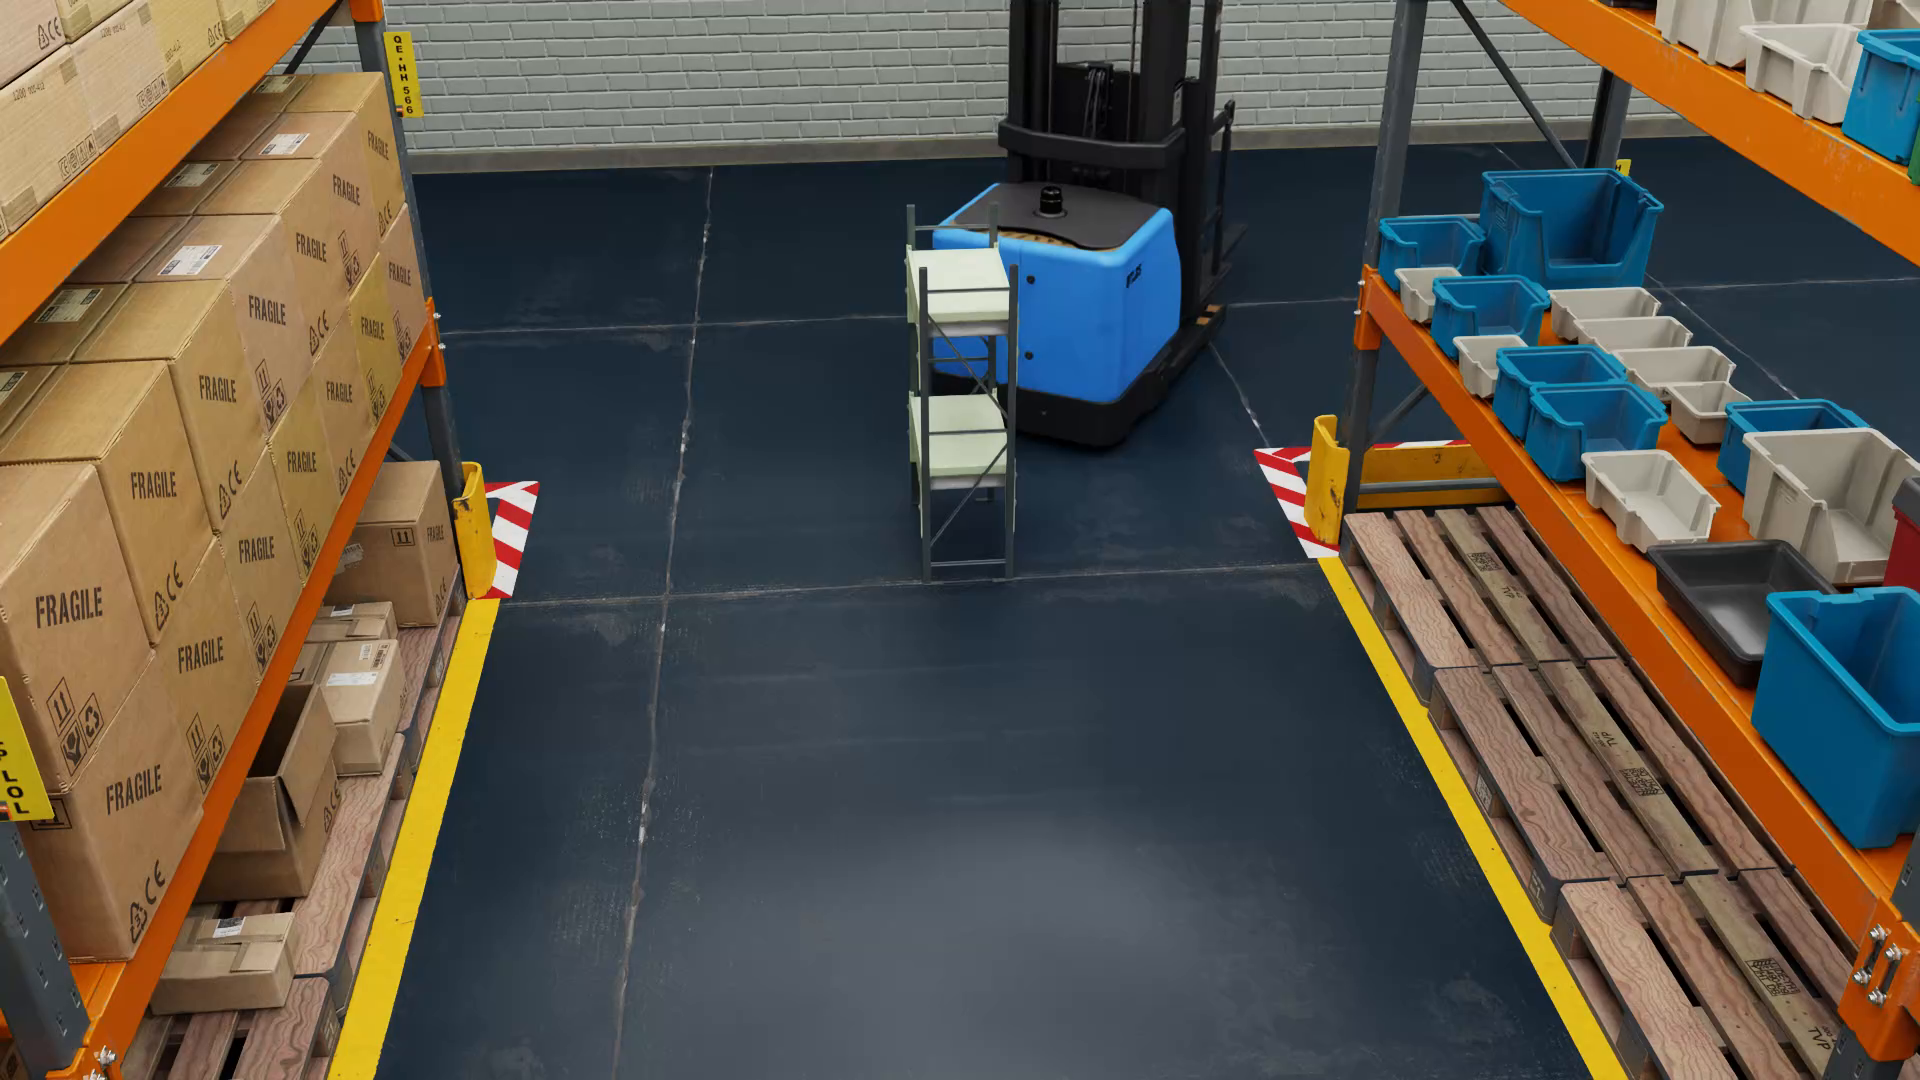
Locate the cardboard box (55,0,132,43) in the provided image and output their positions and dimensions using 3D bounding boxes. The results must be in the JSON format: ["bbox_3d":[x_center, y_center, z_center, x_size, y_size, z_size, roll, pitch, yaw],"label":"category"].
[{"bbox_3d":[-2.191,-1.297,3.730,0.500,0.250,0.500,-3,31,-5],"label":"cardboard box"}]

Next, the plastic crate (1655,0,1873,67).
[{"bbox_3d":[2.149,-1.456,4.453,0.437,0.282,0.530,-3,31,-5],"label":"plastic crate"}]

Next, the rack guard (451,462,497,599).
[{"bbox_3d":[-2.676,-0.018,7.293,1.175,0.500,0.348,-3,31,-5],"label":"rack guard"}]

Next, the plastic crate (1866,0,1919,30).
[{"bbox_3d":[2.689,-1.497,4.663,0.437,0.136,0.530,-3,31,-5],"label":"plastic crate"}]

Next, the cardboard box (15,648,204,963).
[{"bbox_3d":[-2.086,0.596,3.730,0.500,0.500,0.500,-2,31,-3],"label":"cardboard box"}]

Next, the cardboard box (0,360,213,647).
[{"bbox_3d":[-2.122,-0.078,3.882,0.500,0.500,0.500,-4,31,-6],"label":"cardboard box"}]

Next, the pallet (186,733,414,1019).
[{"bbox_3d":[-2.490,1.134,5.645,1.003,0.211,1.213,-3,31,-5],"label":"pallet"}]

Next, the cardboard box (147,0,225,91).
[{"bbox_3d":[-2.247,-1.337,4.285,0.500,0.250,0.500,-3,31,-5],"label":"cardboard box"}]

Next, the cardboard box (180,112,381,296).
[{"bbox_3d":[-2.320,-1.130,5.645,0.500,0.500,0.500,-2,31,-3],"label":"cardboard box"}]

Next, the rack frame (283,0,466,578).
[{"bbox_3d":[-2.683,-1.130,6.717,1.000,3.000,0.127,-3,31,-5],"label":"rack frame"}]

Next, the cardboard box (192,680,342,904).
[{"bbox_3d":[-2.490,0.836,5.431,0.797,0.503,0.637,-3,31,-5],"label":"cardboard box"}]

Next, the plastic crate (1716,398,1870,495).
[{"bbox_3d":[2.696,-0.283,5.404,0.416,0.233,0.300,-3,31,-5],"label":"plastic crate"}]

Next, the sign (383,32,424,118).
[{"bbox_3d":[-2.129,-1.779,6.366,0.100,0.325,0.005,-3,31,-5],"label":"sign"}]

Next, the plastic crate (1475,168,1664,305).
[{"bbox_3d":[2.466,-1.244,6.815,0.616,0.435,0.499,-3,31,-5],"label":"plastic crate"}]

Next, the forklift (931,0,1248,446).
[{"bbox_3d":[0.920,-2.469,9.025,1.130,2.935,3.031,13,33,21],"label":"forklift"}]

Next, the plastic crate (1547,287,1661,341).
[{"bbox_3d":[2.505,-0.870,6.481,0.396,0.136,0.243,-3,31,-5],"label":"plastic crate"}]

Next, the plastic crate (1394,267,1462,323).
[{"bbox_3d":[1.892,-0.969,6.645,0.250,0.136,0.298,-3,31,-5],"label":"plastic crate"}]

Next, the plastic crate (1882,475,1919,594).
[{"bbox_3d":[2.789,0.156,4.444,0.402,0.464,0.583,-3,31,-5],"label":"plastic crate"}]

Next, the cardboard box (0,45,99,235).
[{"bbox_3d":[-2.151,-0.827,3.430,0.500,0.250,0.500,-3,31,-5],"label":"cardboard box"}]

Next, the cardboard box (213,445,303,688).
[{"bbox_3d":[-2.181,0.079,4.595,0.500,0.500,0.500,-3,31,-5],"label":"cardboard box"}]

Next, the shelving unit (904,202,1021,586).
[{"bbox_3d":[0.001,-0.640,7.360,0.431,1.500,0.755,-3,31,-5],"label":"shelving unit"}]

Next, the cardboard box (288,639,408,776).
[{"bbox_3d":[-2.328,0.614,6.050,0.500,0.250,0.500,-3,31,-5],"label":"cardboard box"}]

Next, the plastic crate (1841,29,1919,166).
[{"bbox_3d":[2.220,-0.989,3.718,0.416,0.233,0.300,-3,31,-5],"label":"plastic crate"}]

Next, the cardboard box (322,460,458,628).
[{"bbox_3d":[-2.387,0.020,6.800,0.500,0.500,0.500,-3,31,-5],"label":"cardboard box"}]

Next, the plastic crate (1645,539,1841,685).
[{"bbox_3d":[2.251,0.210,4.682,0.437,0.125,0.590,-3,31,-5],"label":"plastic crate"}]

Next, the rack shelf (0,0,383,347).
[{"bbox_3d":[-2.496,-1.088,4.423,1.077,0.370,4.000,-3,31,-5],"label":"rack shelf"}]

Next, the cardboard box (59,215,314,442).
[{"bbox_3d":[-2.219,-0.604,4.763,0.500,0.500,0.500,-2,31,-3],"label":"cardboard box"}]

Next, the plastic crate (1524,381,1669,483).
[{"bbox_3d":[2.095,-0.352,5.519,0.416,0.233,0.300,-3,31,-5],"label":"plastic crate"}]

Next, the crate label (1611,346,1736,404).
[{"bbox_3d":[2.568,-0.581,5.996,0.396,0.136,0.243,-3,31,-5],"label":"crate label"}]

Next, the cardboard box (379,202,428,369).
[{"bbox_3d":[-2.370,-0.957,6.330,0.500,0.500,0.500,-2,31,-3],"label":"cardboard box"}]

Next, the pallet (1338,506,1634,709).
[{"bbox_3d":[2.287,0.254,7.118,1.003,0.211,1.213,-3,31,-5],"label":"pallet"}]

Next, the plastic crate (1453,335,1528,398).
[{"bbox_3d":[1.955,-0.622,6.065,0.250,0.136,0.298,-3,31,-5],"label":"plastic crate"}]

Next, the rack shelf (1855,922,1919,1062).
[{"bbox_3d":[2.809,2.007,2.167,1.077,0.370,4.000,-3,31,-5],"label":"rack shelf"}]

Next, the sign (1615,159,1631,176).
[{"bbox_3d":[2.795,-1.470,7.127,0.100,0.325,0.005,-3,31,-5],"label":"sign"}]

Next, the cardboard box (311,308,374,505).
[{"bbox_3d":[-2.277,-0.438,5.460,0.500,0.500,0.500,-3,31,-4],"label":"cardboard box"}]

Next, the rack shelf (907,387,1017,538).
[{"bbox_3d":[0.001,-0.361,7.527,0.431,0.370,0.720,-3,31,-5],"label":"rack shelf"}]

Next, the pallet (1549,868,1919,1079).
[{"bbox_3d":[2.515,1.500,5.032,1.003,0.211,1.213,-3,31,-5],"label":"pallet"}]

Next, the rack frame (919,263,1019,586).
[{"bbox_3d":[0.035,-0.454,7.047,0.400,1.500,0.023,-3,31,-5],"label":"rack frame"}]

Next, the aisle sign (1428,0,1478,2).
[{"bbox_3d":[1.946,-2.504,6.482,0.394,0.787,0.004,-3,31,-5],"label":"aisle sign"}]
